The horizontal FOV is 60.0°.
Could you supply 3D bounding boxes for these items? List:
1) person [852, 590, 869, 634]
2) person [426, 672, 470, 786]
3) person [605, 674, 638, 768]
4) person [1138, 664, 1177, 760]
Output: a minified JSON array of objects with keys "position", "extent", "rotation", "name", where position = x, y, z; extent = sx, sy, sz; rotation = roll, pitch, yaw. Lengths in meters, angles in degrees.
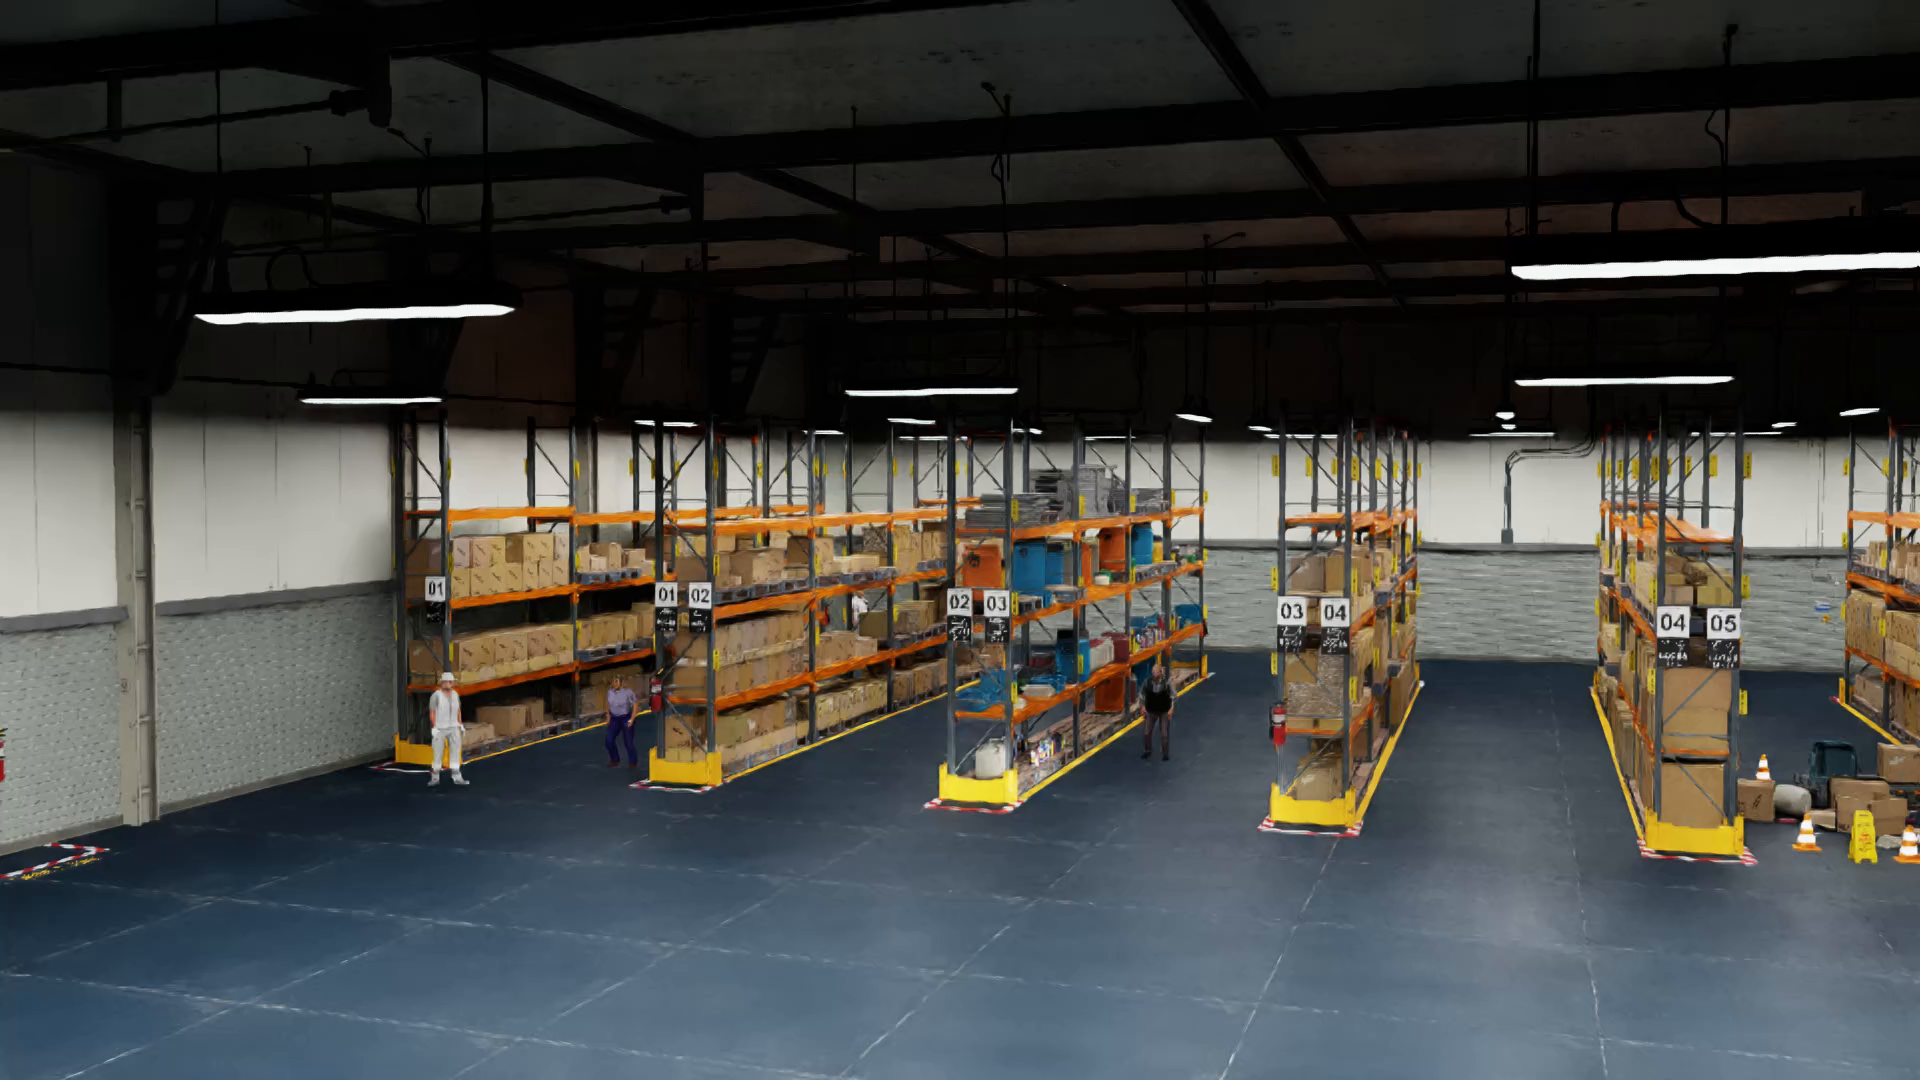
[{"position":[-2.704,2.163,45.523],"extent":[0.770,1.753,0.587],"rotation":[-2,3,-33],"name":"person"},{"position":[-8.086,2.979,26.190],"extent":[0.632,1.795,0.476],"rotation":[-2,3,-43],"name":"person"},{"position":[-5.659,3.020,27.796],"extent":[0.625,1.596,0.510],"rotation":[1,3,16],"name":"person"},{"position":[3.391,2.947,28.558],"extent":[0.677,1.674,0.534],"rotation":[1,3,16],"name":"person"}]
